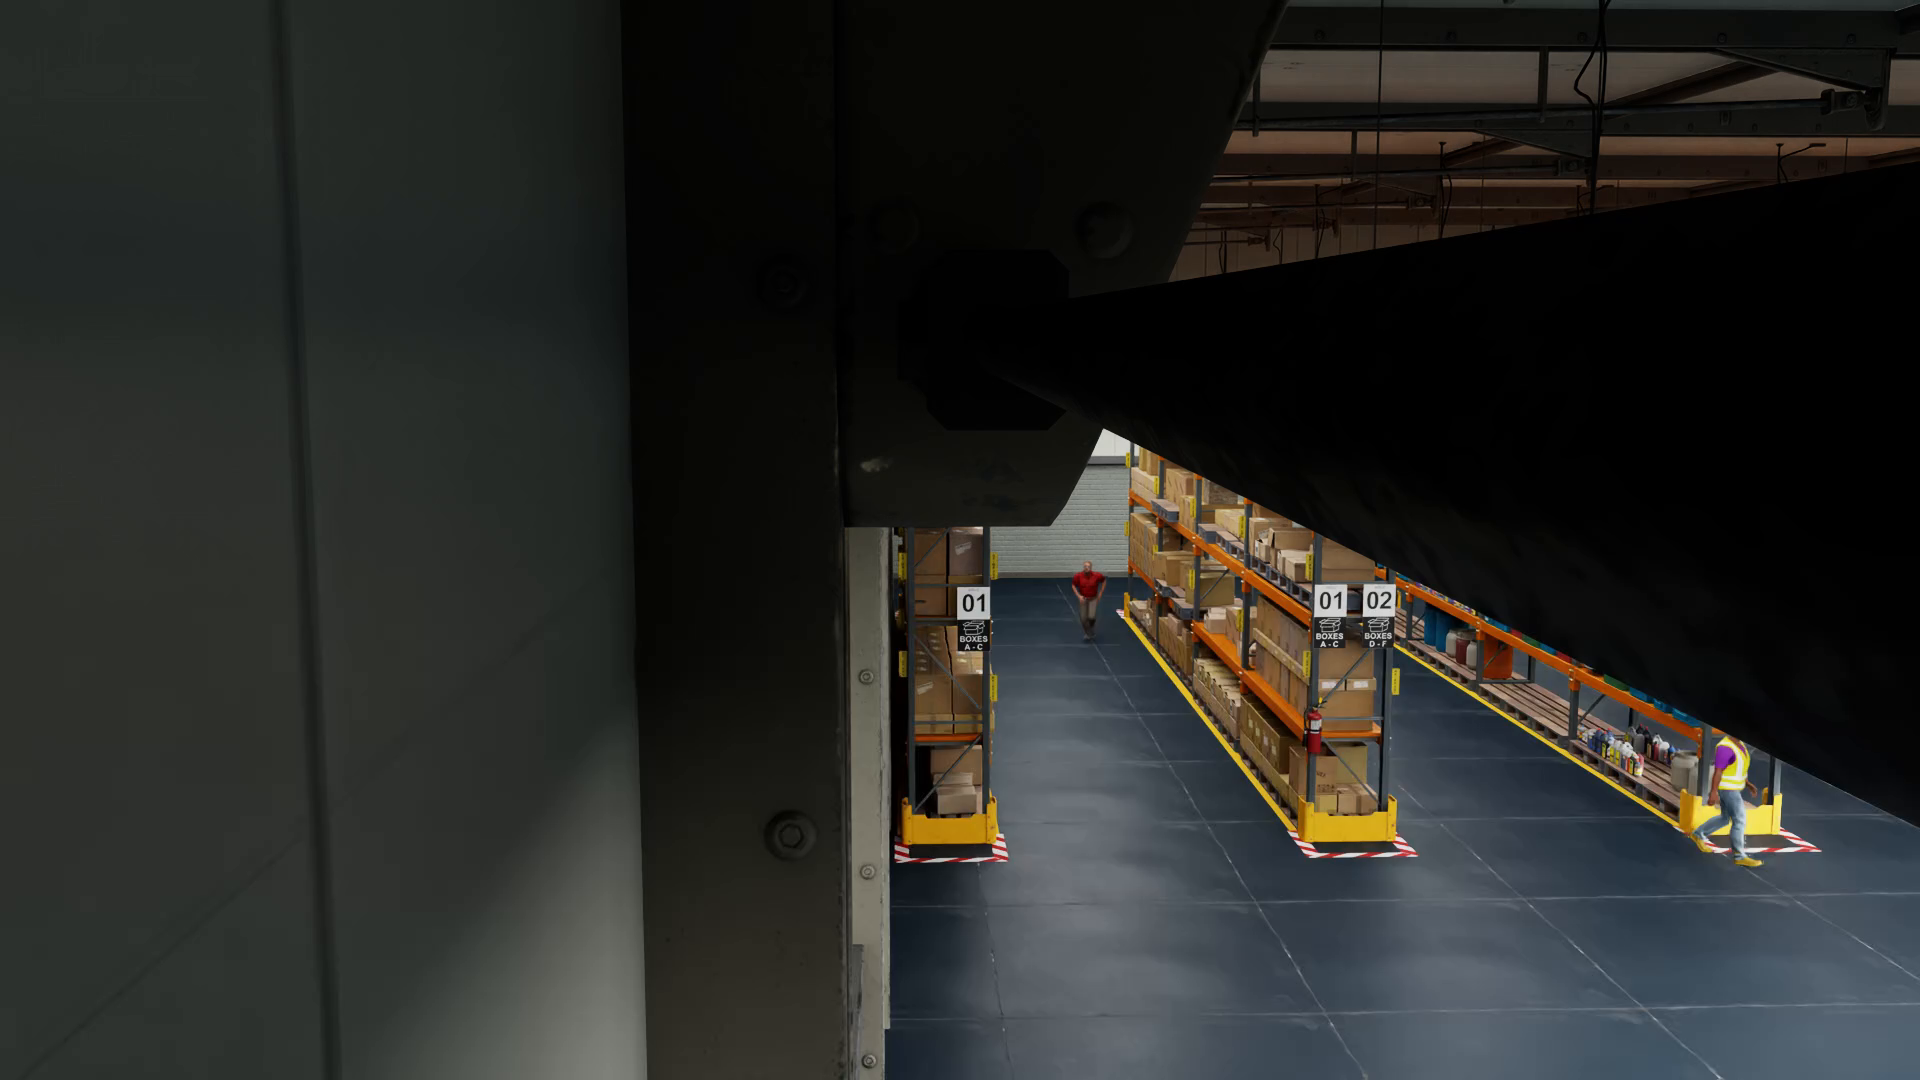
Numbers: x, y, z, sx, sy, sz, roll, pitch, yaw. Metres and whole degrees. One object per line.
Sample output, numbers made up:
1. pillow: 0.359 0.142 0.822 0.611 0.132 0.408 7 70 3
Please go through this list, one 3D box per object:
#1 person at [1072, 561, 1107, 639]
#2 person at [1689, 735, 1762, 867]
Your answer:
1. person: 2.613 1.218 33.667 0.695 1.635 0.728 1 7 9
2. person: 9.140 2.948 19.763 0.869 1.750 0.609 5 9 37
